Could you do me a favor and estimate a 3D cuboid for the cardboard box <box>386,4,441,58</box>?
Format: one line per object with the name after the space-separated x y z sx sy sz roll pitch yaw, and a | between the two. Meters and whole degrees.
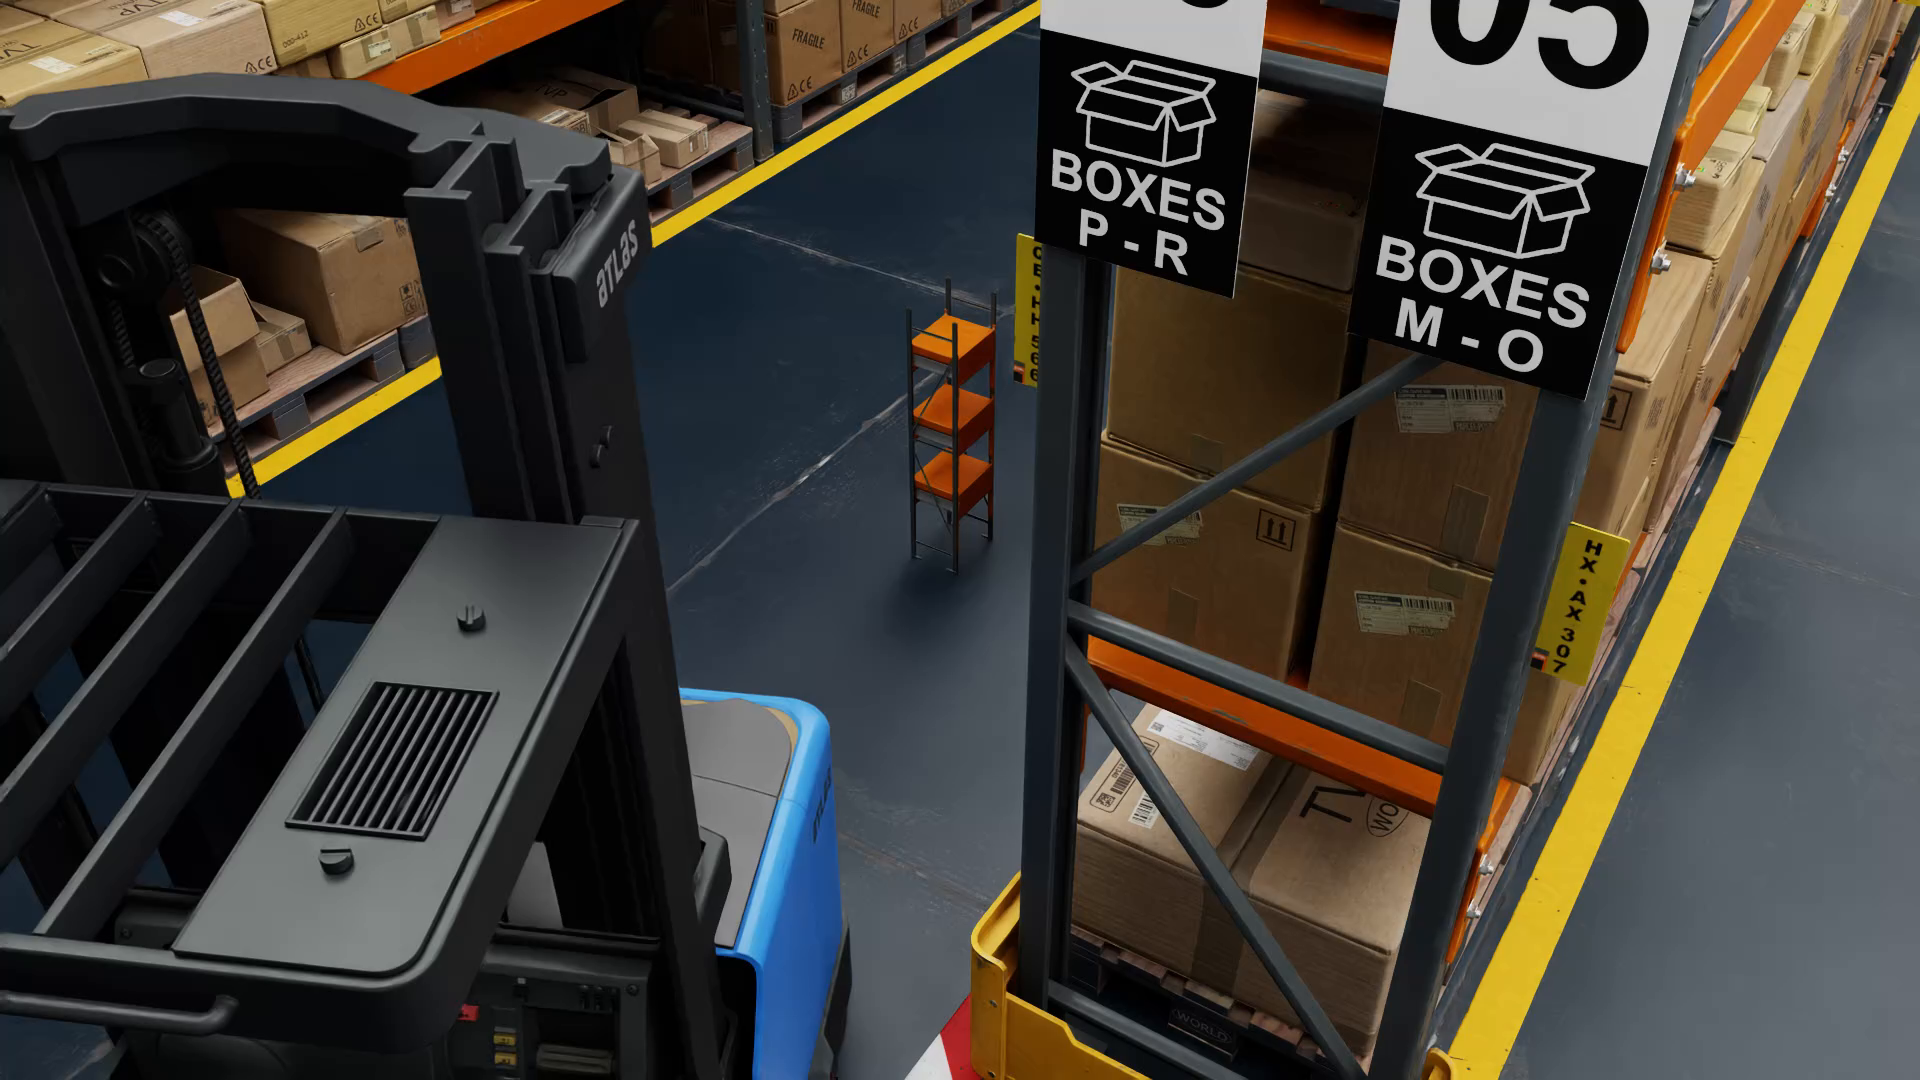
-2.328 -2.088 6.707 0.380 0.149 0.250 22 43 26 | cardboard box

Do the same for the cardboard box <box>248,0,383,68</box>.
-2.583 -2.044 6.324 0.500 0.250 0.500 20 42 24 | cardboard box

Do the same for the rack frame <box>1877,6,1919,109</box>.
4.887 -3.820 8.748 1.000 3.000 0.127 21 42 25 | rack frame

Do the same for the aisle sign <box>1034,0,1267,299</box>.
0.301 -0.790 2.688 0.394 0.787 0.004 21 42 25 | aisle sign

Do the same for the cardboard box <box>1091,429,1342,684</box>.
0.636 -0.071 3.803 0.500 0.500 0.500 21 42 25 | cardboard box

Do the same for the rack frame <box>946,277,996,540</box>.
0.037 -0.451 5.975 0.200 1.050 0.008 21 42 25 | rack frame

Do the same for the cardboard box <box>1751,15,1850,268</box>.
1.906 -1.080 4.293 0.500 0.500 0.500 21 42 25 | cardboard box

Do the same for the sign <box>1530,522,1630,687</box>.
1.067 0.115 2.870 0.100 0.325 0.005 21 42 25 | sign

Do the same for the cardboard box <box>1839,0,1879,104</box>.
2.446 -1.601 4.969 0.500 0.500 0.500 21 42 24 | cardboard box

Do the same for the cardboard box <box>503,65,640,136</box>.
-2.002 -2.218 8.528 0.500 0.311 0.500 23 43 27 | cardboard box

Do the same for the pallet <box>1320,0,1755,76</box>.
0.990 -1.234 3.010 1.003 0.211 1.213 21 42 25 | pallet

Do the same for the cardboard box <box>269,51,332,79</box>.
-2.651 -1.840 6.385 0.380 0.149 0.250 22 43 26 | cardboard box

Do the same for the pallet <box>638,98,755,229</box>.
-1.818 -1.921 8.570 1.003 0.211 1.213 21 42 25 | pallet

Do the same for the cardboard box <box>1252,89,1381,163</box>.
0.740 -0.777 3.370 0.380 0.149 0.250 22 43 26 | cardboard box

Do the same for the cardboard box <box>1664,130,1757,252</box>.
1.342 -0.736 3.315 0.380 0.149 0.250 23 43 26 | cardboard box

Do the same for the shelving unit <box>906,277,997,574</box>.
-0.029 -0.388 5.894 0.215 1.050 0.252 21 42 25 | shelving unit

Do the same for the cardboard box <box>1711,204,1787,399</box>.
1.890 -0.679 4.592 0.500 0.500 0.500 23 43 27 | cardboard box

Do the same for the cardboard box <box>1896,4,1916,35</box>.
3.767 -2.365 6.984 0.500 0.250 0.500 21 42 25 | cardboard box

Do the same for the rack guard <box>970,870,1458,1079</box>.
0.588 1.307 4.146 1.175 0.500 0.348 21 42 25 | rack guard

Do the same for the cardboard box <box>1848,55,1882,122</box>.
3.203 -1.839 6.301 0.500 0.250 0.500 20 42 24 | cardboard box

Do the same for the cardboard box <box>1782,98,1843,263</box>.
2.441 -1.208 5.278 0.500 0.500 0.500 20 42 24 | cardboard box

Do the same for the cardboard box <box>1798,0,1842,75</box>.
1.892 -1.266 4.004 0.380 0.149 0.250 20 42 24 | cardboard box

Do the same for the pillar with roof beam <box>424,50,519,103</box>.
1.052 -4.283 4.436 9.100 9.000 0.400 21 42 25 | pillar with roof beam

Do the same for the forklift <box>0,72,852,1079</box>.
-1.001 0.928 2.646 1.130 2.935 3.031 5 38 6 | forklift

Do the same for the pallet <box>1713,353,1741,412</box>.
3.094 -1.076 7.473 1.003 0.211 1.213 21 42 25 | pallet

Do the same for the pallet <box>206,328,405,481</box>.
-3.125 -0.663 6.938 1.003 0.211 1.213 21 42 25 | pallet

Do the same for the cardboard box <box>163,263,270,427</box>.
-3.184 -0.779 6.505 0.797 0.503 0.637 19 42 23 | cardboard box

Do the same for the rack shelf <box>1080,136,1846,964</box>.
1.673 -0.442 4.956 1.077 0.370 4.000 21 42 25 | rack shelf

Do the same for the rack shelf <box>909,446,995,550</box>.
-0.029 -0.160 6.070 0.215 0.259 0.240 21 42 25 | rack shelf

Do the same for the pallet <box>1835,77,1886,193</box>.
4.401 -2.334 9.104 1.003 0.211 1.213 21 42 25 | pallet

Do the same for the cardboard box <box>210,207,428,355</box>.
-2.693 -1.206 7.061 0.700 0.500 0.500 23 43 27 | cardboard box

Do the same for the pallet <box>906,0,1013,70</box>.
-0.392 -3.338 10.408 1.003 0.211 1.213 21 42 25 | pallet

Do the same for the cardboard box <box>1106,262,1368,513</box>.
0.659 -0.458 3.486 0.500 0.500 0.500 23 43 27 | cardboard box

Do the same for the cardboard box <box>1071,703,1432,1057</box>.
0.870 0.780 4.536 0.875 0.438 0.875 20 42 24 | cardboard box

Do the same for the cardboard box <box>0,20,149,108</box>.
-3.121 -1.522 5.646 0.500 0.250 0.500 21 42 25 | cardboard box

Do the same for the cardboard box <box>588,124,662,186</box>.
-1.691 -1.896 8.148 0.396 0.266 0.258 23 43 27 | cardboard box

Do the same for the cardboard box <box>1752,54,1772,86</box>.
1.564 -1.030 3.697 0.380 0.149 0.250 22 43 26 | cardboard box

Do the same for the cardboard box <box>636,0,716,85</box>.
-1.436 -2.906 9.266 0.500 0.500 0.500 21 42 25 | cardboard box

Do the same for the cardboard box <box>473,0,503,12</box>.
-2.156 -2.386 7.094 0.380 0.149 0.250 22 43 26 | cardboard box

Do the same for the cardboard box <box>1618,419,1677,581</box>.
1.348 -0.159 3.917 0.500 0.500 0.500 21 42 25 | cardboard box

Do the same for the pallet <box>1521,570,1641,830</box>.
1.618 0.344 5.630 1.003 0.211 1.213 21 42 25 | pallet

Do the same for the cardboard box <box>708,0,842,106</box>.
-1.000 -2.732 9.040 0.500 0.500 0.500 23 43 27 | cardboard box

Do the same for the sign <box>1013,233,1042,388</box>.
0.151 -0.433 3.212 0.100 0.325 0.005 21 42 25 | sign

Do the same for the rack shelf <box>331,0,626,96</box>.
-2.520 -2.064 7.059 1.077 0.370 4.000 21 42 25 | rack shelf

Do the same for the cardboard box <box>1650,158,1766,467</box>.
1.370 -0.554 3.611 0.500 0.500 0.500 20 42 24 | cardboard box

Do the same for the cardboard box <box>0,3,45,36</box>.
-3.570 -1.700 5.877 0.500 0.250 0.500 22 43 26 | cardboard box

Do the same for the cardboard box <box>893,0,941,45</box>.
-0.452 -3.265 9.732 0.500 0.500 0.500 20 42 24 | cardboard box

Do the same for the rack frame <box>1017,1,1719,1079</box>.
0.601 0.304 3.398 1.000 3.000 0.127 21 42 25 | rack frame
